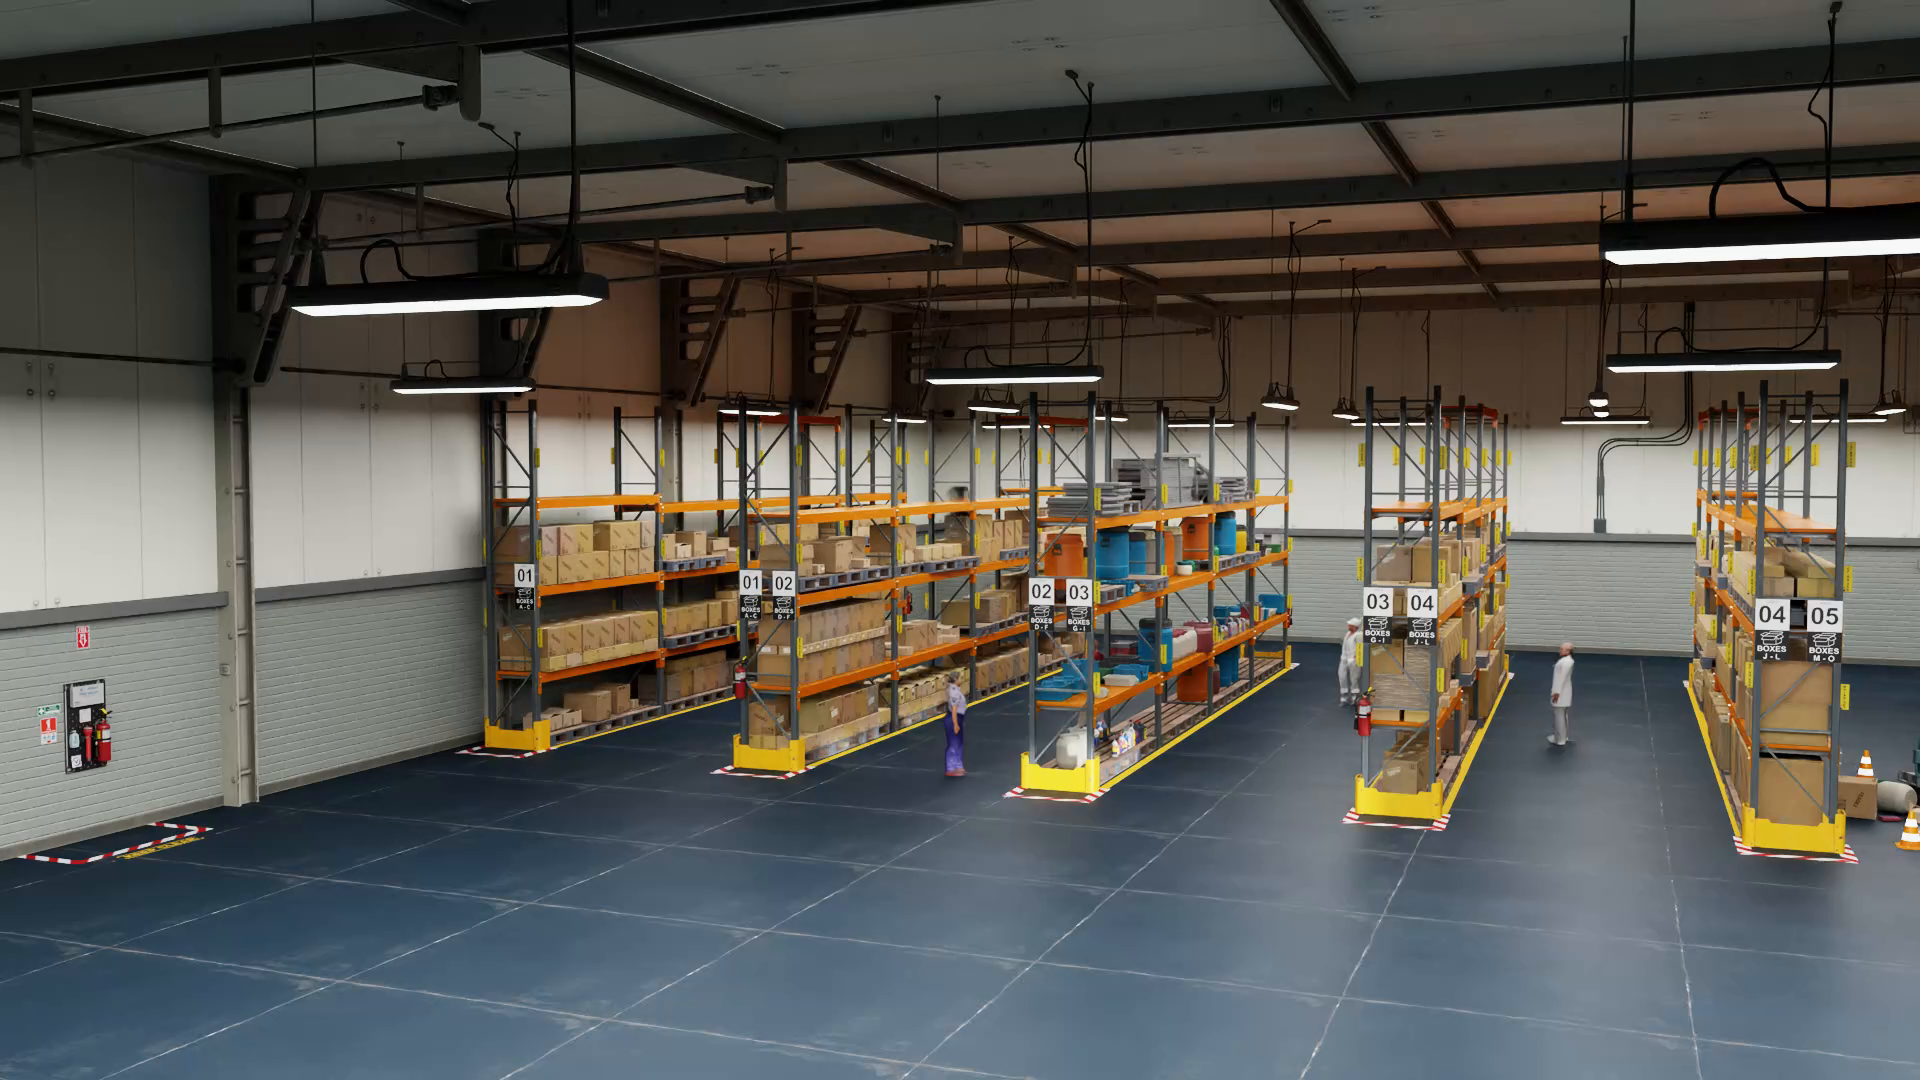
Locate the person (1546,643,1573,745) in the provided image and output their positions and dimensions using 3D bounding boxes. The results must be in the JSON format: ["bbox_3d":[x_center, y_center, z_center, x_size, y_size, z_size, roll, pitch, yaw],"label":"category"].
[{"bbox_3d":[10.476,2.676,29.132,0.554,1.774,0.621,2,4,39],"label":"person"}]

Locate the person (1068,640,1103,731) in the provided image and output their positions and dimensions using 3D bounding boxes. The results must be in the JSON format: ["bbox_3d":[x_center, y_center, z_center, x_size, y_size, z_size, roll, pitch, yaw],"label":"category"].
[{"bbox_3d":[2.290,2.654,30.407,0.624,1.701,0.621,1,3,13],"label":"person"}]

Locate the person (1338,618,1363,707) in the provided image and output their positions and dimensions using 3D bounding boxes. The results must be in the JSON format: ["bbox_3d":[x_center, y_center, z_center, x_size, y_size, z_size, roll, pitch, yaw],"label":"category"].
[{"bbox_3d":[7.833,2.487,33.527,0.589,1.831,0.642,3,4,42],"label":"person"}]

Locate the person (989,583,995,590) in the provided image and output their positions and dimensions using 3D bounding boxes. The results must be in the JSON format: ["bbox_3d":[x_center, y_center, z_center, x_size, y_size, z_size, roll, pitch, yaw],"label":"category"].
[{"bbox_3d":[0.947,1.974,43.960,0.432,1.674,0.502,1,3,23],"label":"person"}]

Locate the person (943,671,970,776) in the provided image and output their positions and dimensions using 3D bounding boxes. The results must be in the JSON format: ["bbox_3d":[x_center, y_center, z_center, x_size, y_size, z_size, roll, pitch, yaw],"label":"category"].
[{"bbox_3d":[-0.044,2.908,26.218,0.443,1.686,0.540,0,3,-2],"label":"person"}]
